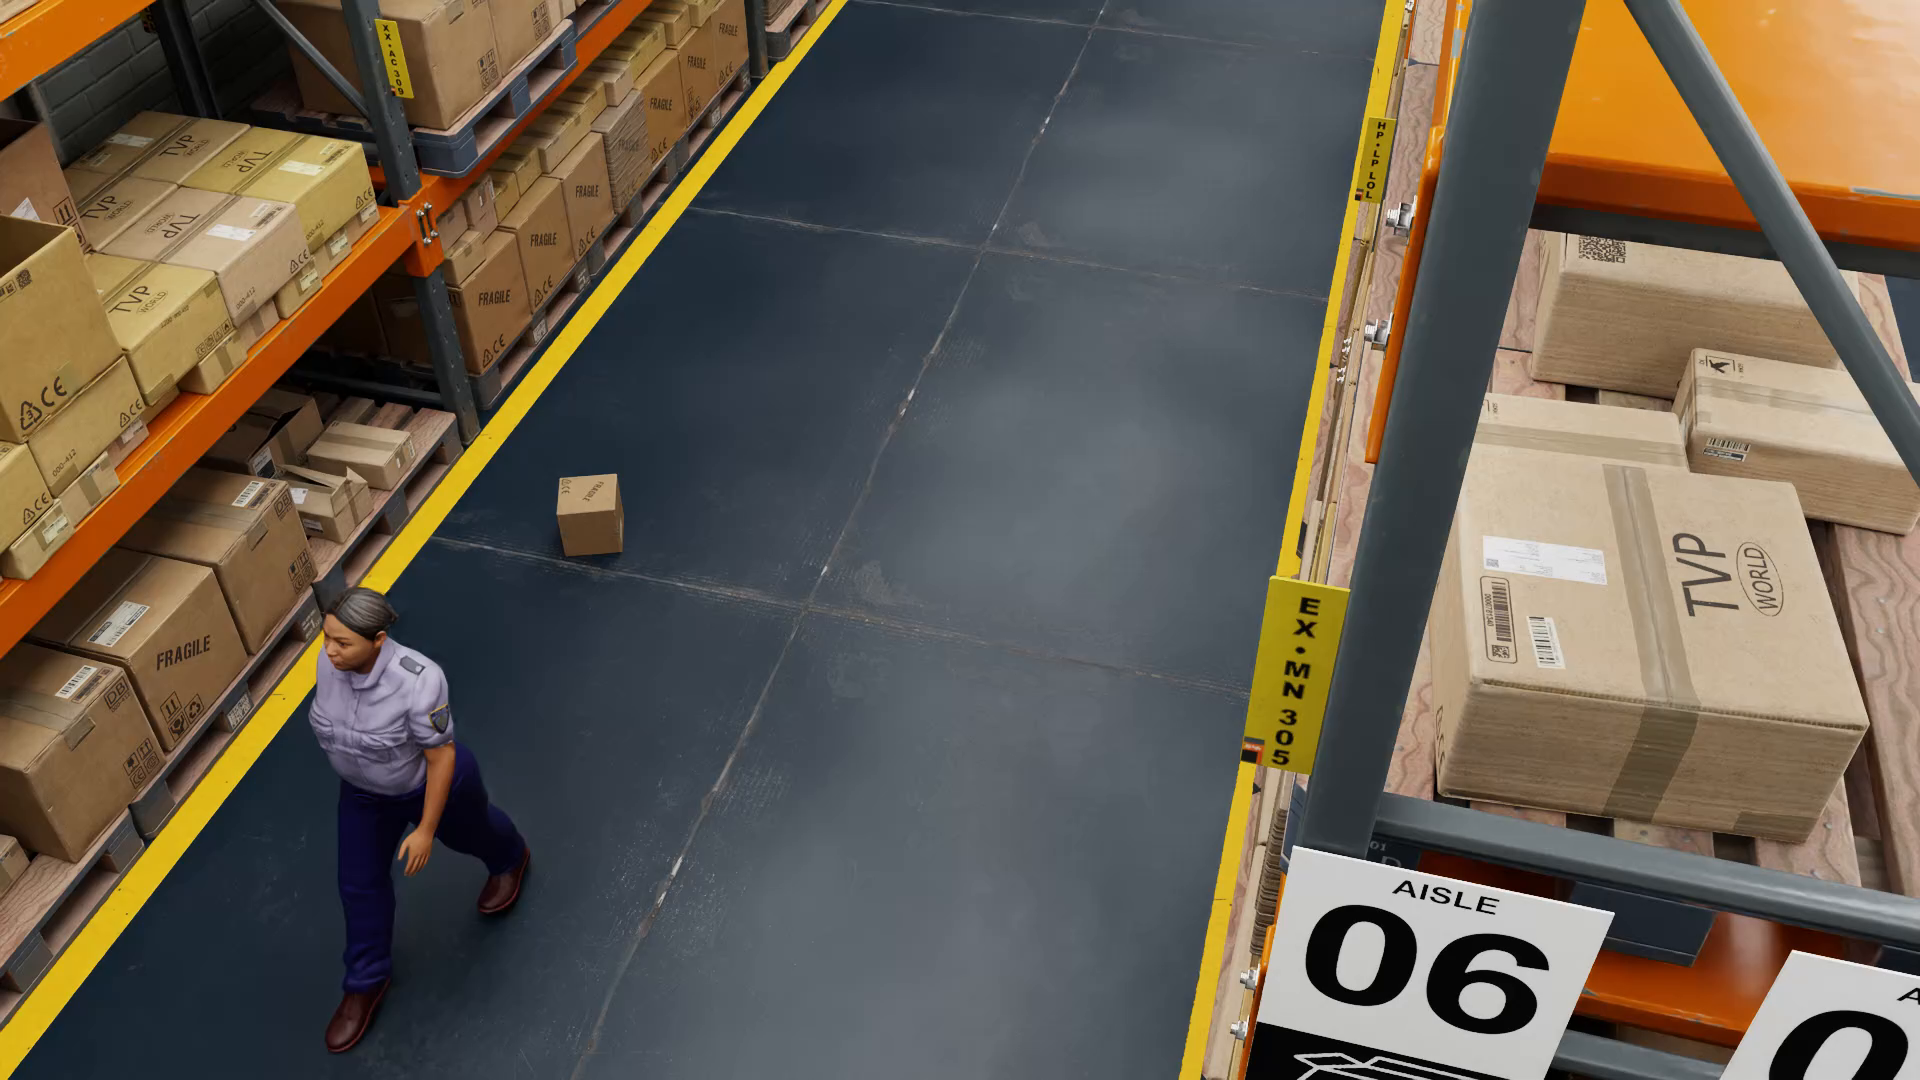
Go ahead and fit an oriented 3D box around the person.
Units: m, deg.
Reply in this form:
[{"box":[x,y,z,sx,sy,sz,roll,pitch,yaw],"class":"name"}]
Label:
[{"box":[-1.776,0.822,5.219,0.490,1.612,0.930,13,43,14],"class":"person"}]
